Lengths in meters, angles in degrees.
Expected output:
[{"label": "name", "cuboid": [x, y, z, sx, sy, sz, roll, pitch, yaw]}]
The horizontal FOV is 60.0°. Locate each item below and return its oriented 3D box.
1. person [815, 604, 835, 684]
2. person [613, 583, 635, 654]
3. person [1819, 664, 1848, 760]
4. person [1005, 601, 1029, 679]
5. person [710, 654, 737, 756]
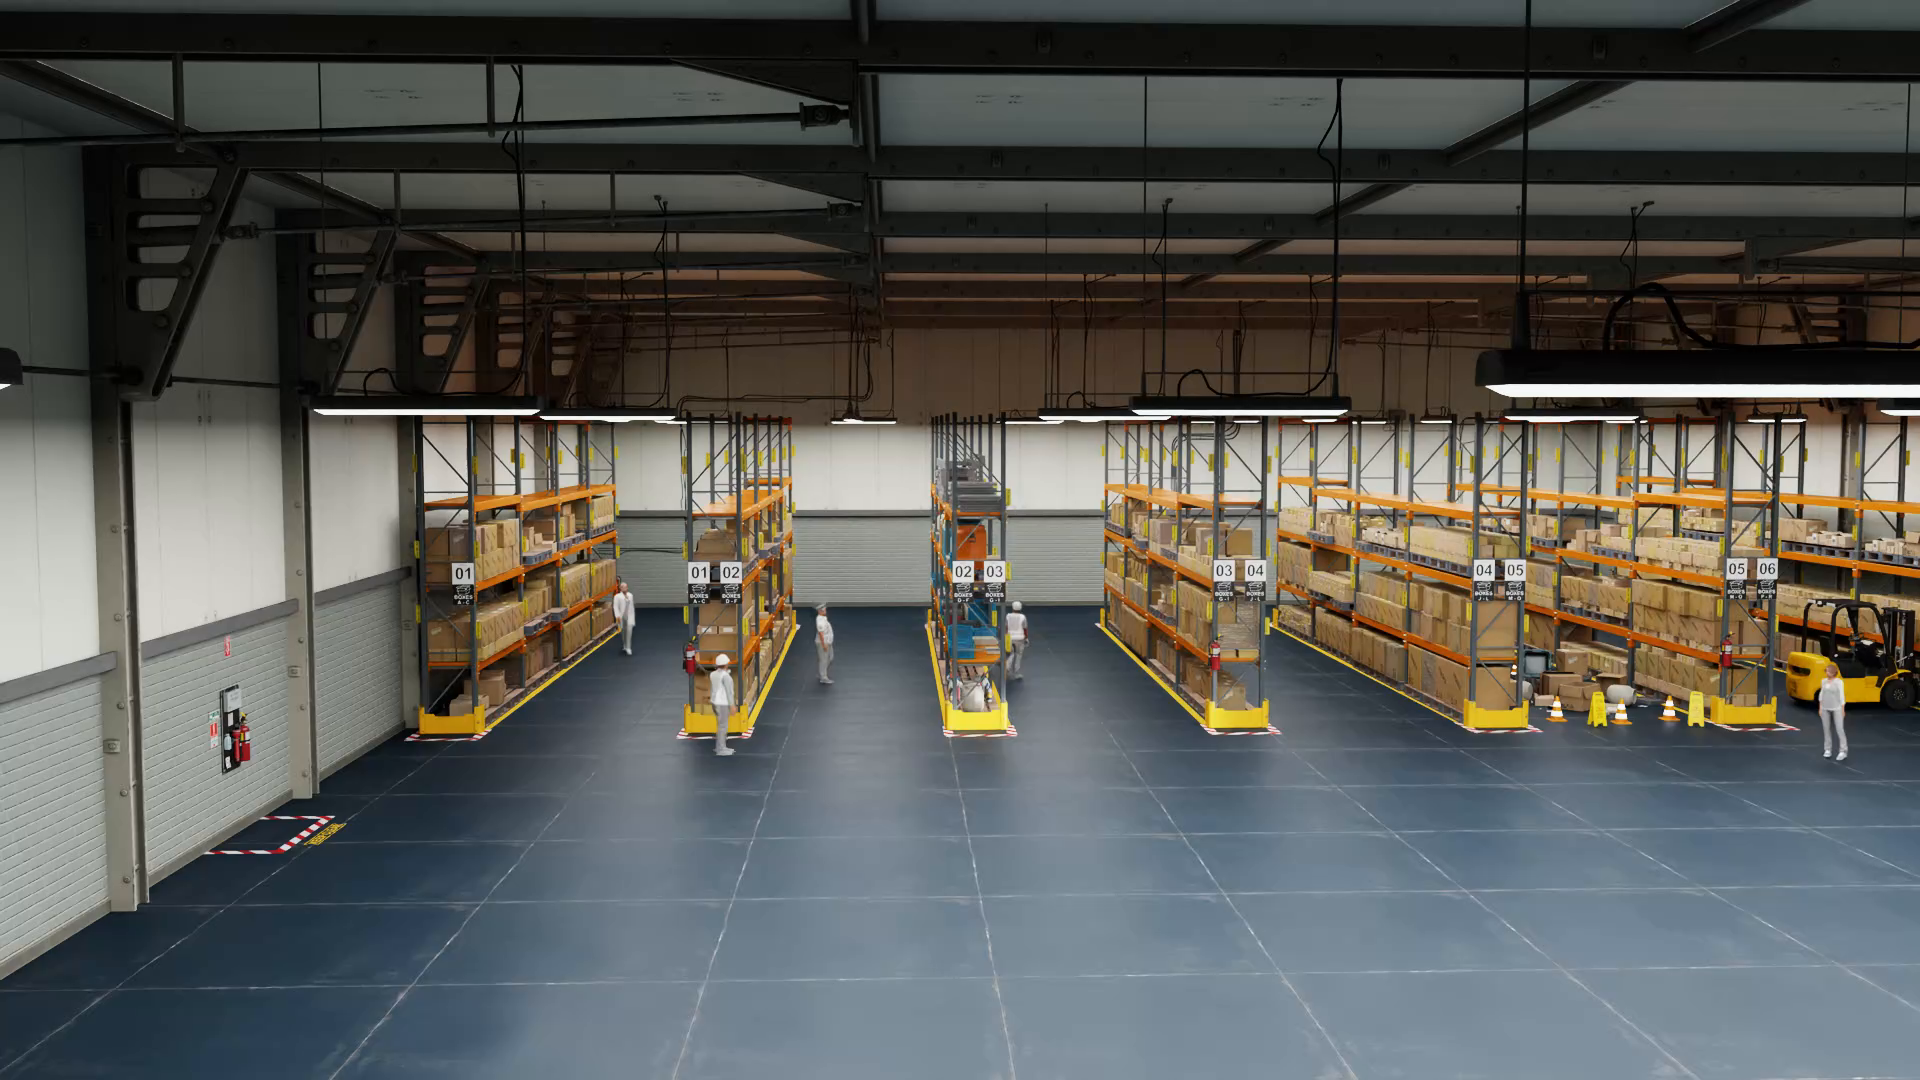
[{"label": "person", "cuboid": [-3.024, 2.319, 37.225, 0.491, 1.796, 0.615, 1, 4, 9]}, {"label": "person", "cuboid": [-8.491, 1.965, 42.065, 0.546, 1.737, 1.026, 0, 4, -5]}, {"label": "person", "cuboid": [15.104, 2.964, 28.775, 0.380, 1.606, 0.520, -3, 5, -36]}, {"label": "person", "cuboid": [1.279, 2.258, 37.690, 0.557, 1.764, 0.522, 3, 5, 40]}, {"label": "person", "cuboid": [-4.115, 2.871, 29.006, 0.439, 1.777, 0.597, -2, 4, -24]}]
